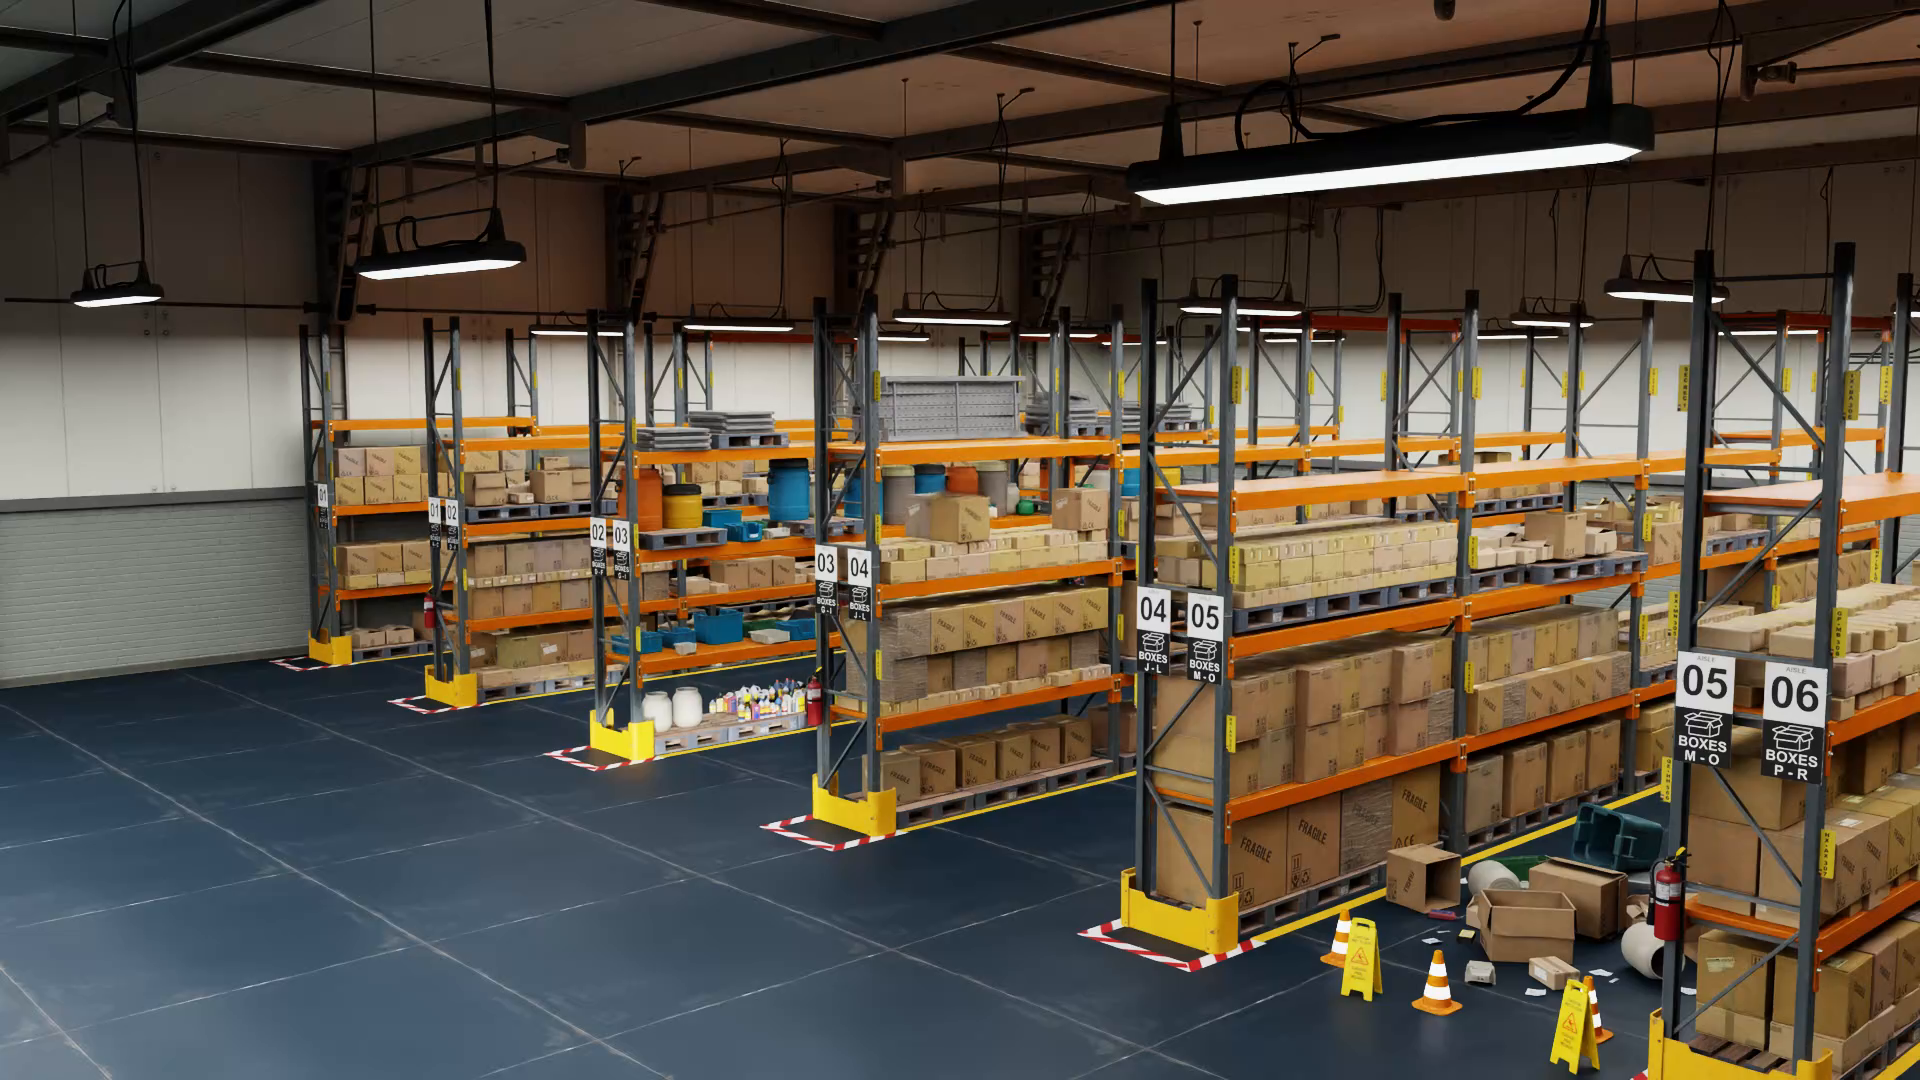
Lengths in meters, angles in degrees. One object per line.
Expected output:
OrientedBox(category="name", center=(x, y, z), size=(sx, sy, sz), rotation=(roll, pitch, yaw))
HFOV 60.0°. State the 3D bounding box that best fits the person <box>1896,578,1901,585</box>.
OrientedBox(category="person", center=(15.968, 1.473, 28.403), size=(0.553, 1.669, 1.153), rotation=(-1, 6, -9))
